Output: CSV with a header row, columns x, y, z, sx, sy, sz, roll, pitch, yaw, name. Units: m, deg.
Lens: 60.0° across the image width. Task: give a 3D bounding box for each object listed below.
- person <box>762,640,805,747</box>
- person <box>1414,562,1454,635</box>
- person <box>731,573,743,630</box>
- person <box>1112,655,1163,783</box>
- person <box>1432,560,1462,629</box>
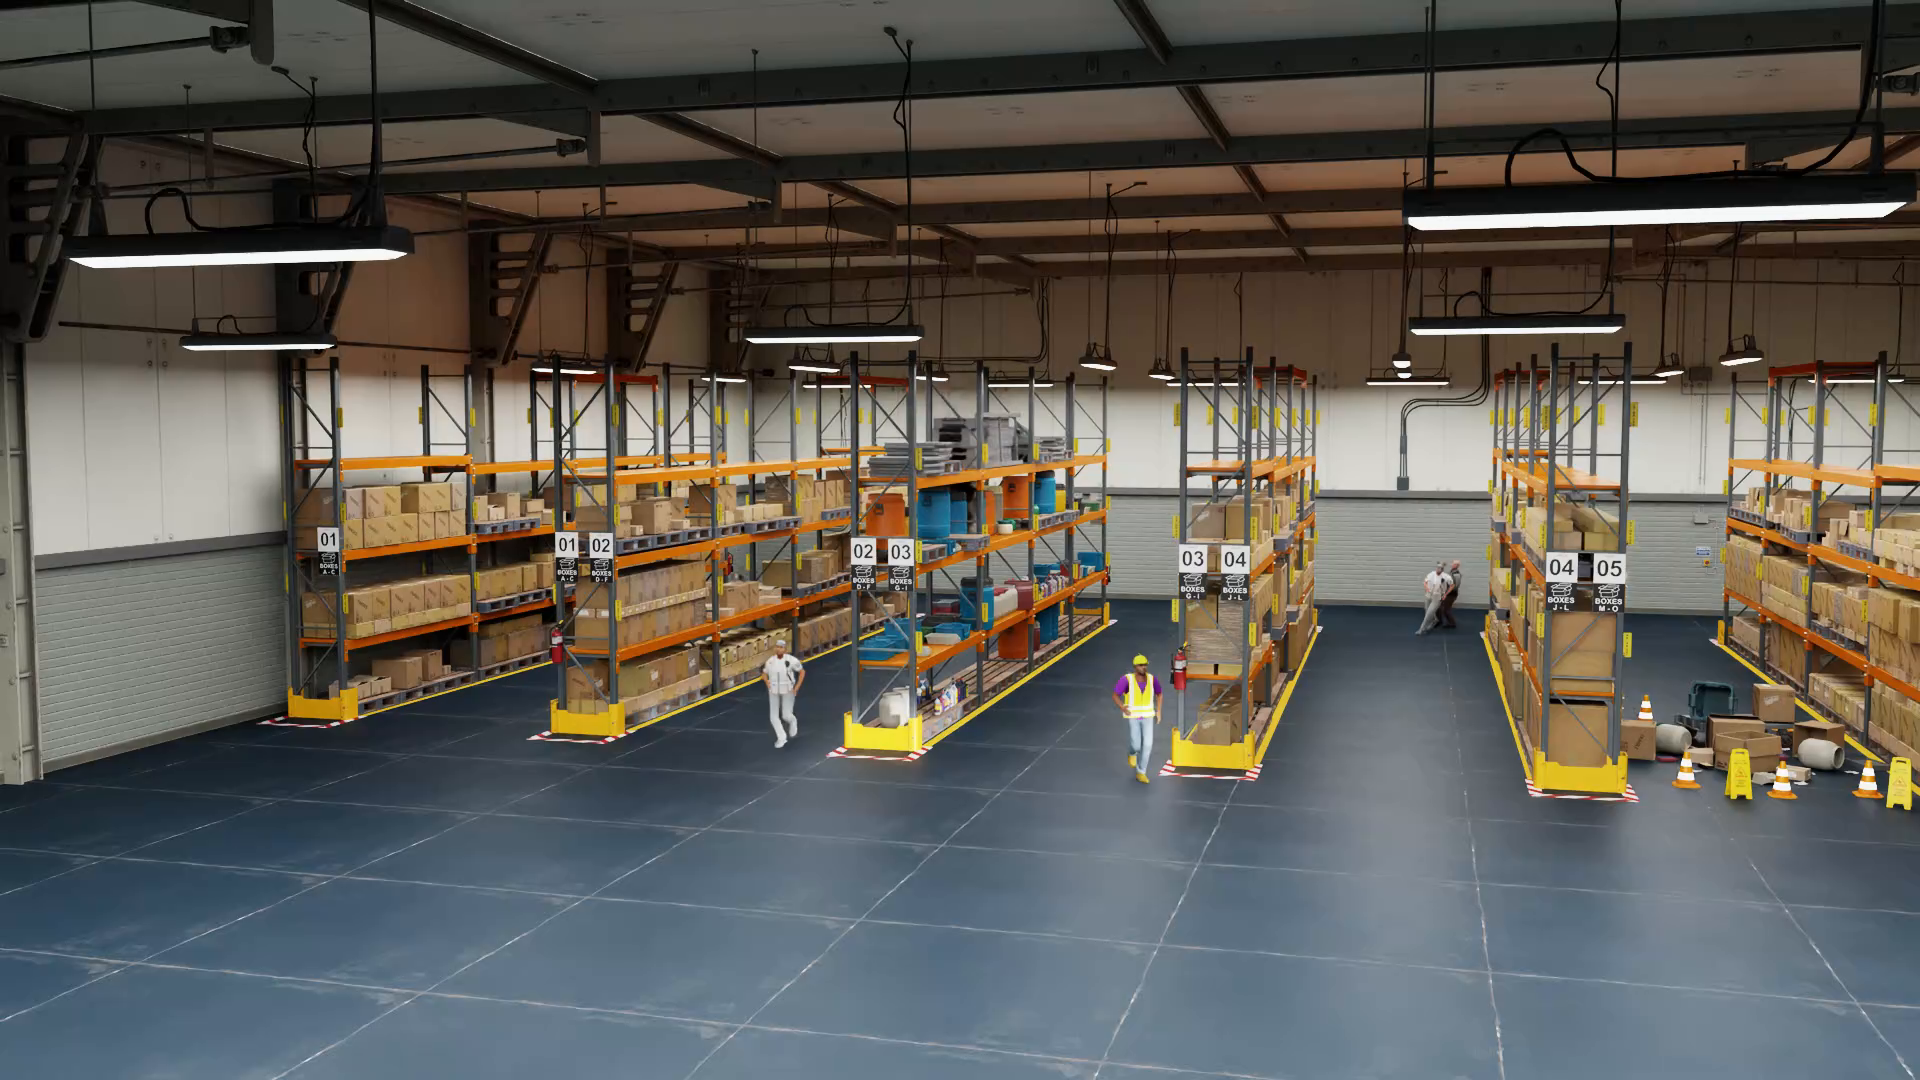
x,y,z,sx,sy,sz,roll,pitch,yaw,name
-2.721,2.337,25.379,0.662,1.631,0.513,1,4,8,person
11.025,1.331,38.469,0.738,1.703,0.968,4,6,43,person
-4.784,1.543,35.657,0.600,1.657,0.566,1,4,9,person
2.482,2.455,23.093,0.738,1.738,0.664,-1,4,-7,person
11.495,1.303,39.230,0.567,1.688,0.787,0,4,-2,person
